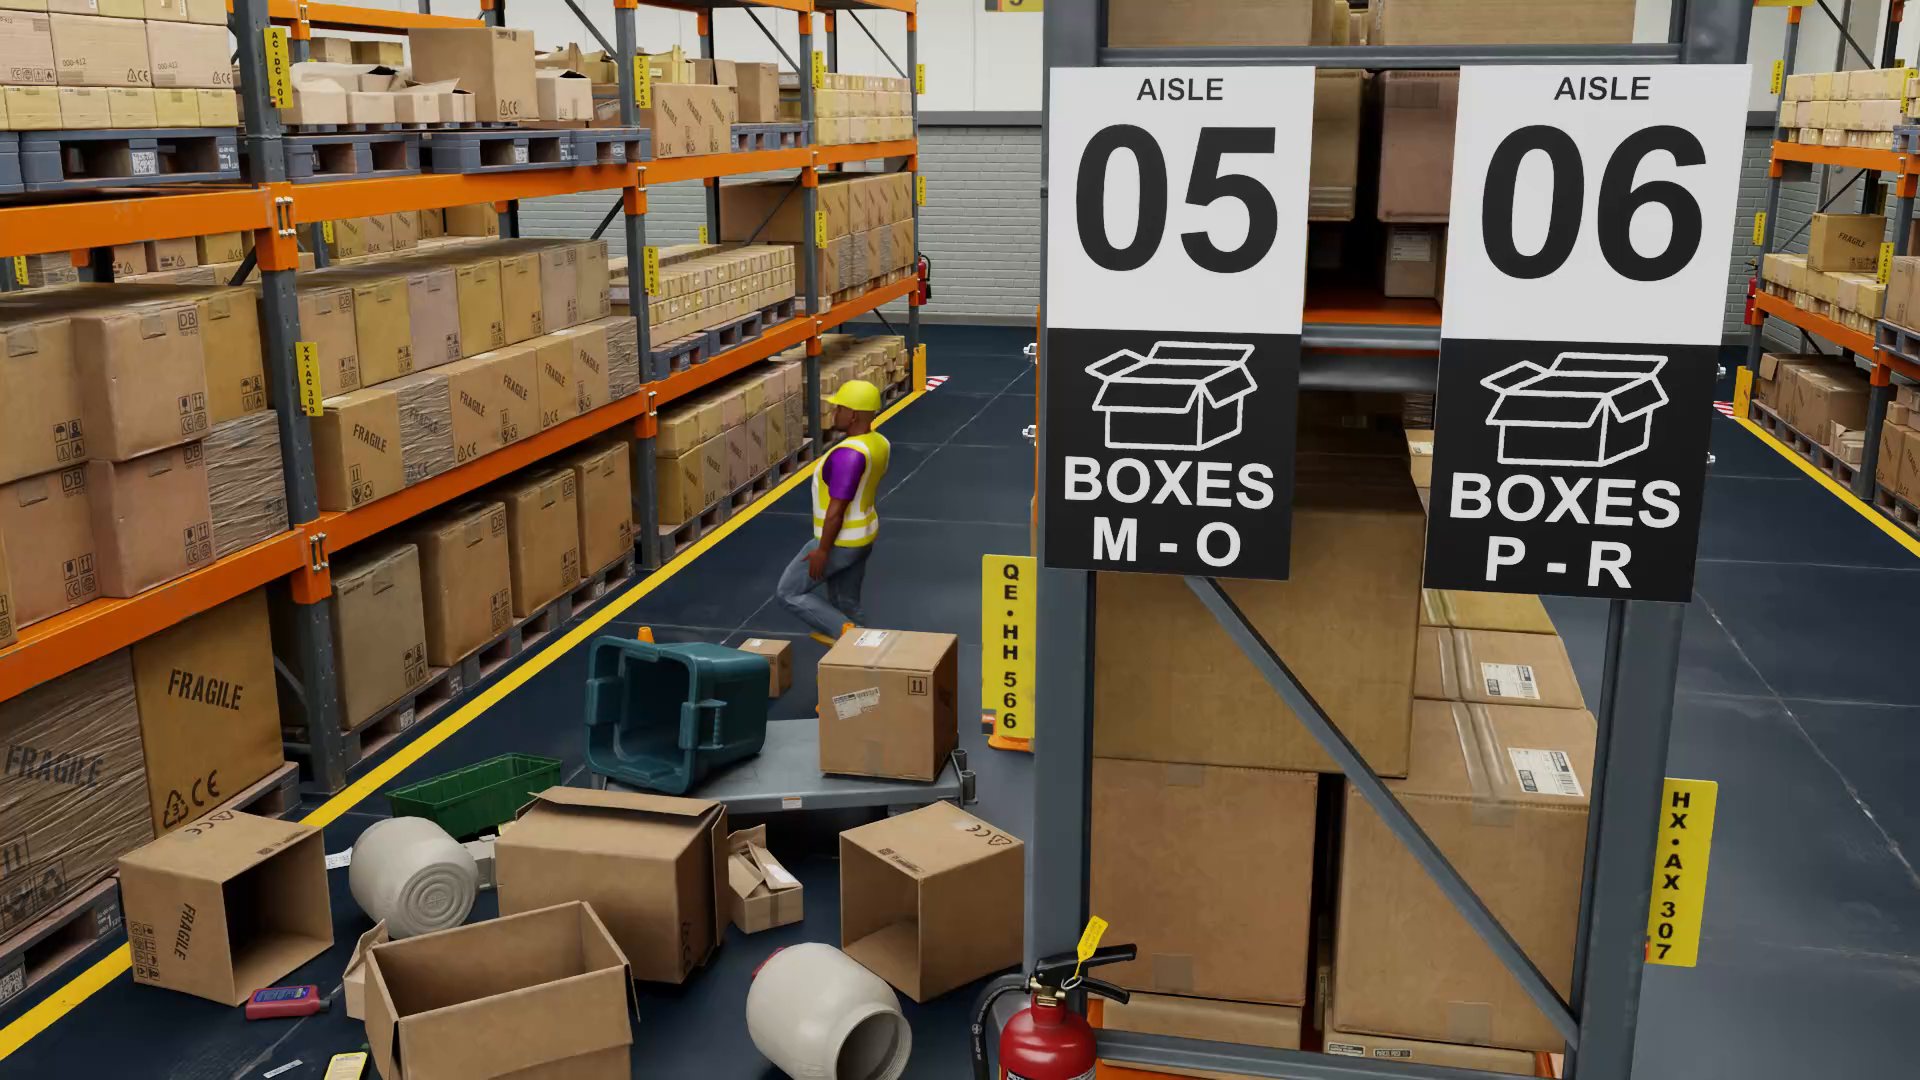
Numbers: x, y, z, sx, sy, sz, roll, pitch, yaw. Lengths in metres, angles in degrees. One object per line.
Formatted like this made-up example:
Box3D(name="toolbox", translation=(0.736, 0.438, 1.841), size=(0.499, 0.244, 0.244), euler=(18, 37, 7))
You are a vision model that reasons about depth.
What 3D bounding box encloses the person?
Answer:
Box3D(name="person", translation=(-0.681, 0.007, 8.955), size=(0.556, 1.758, 0.570), euler=(3, 15, 13))
